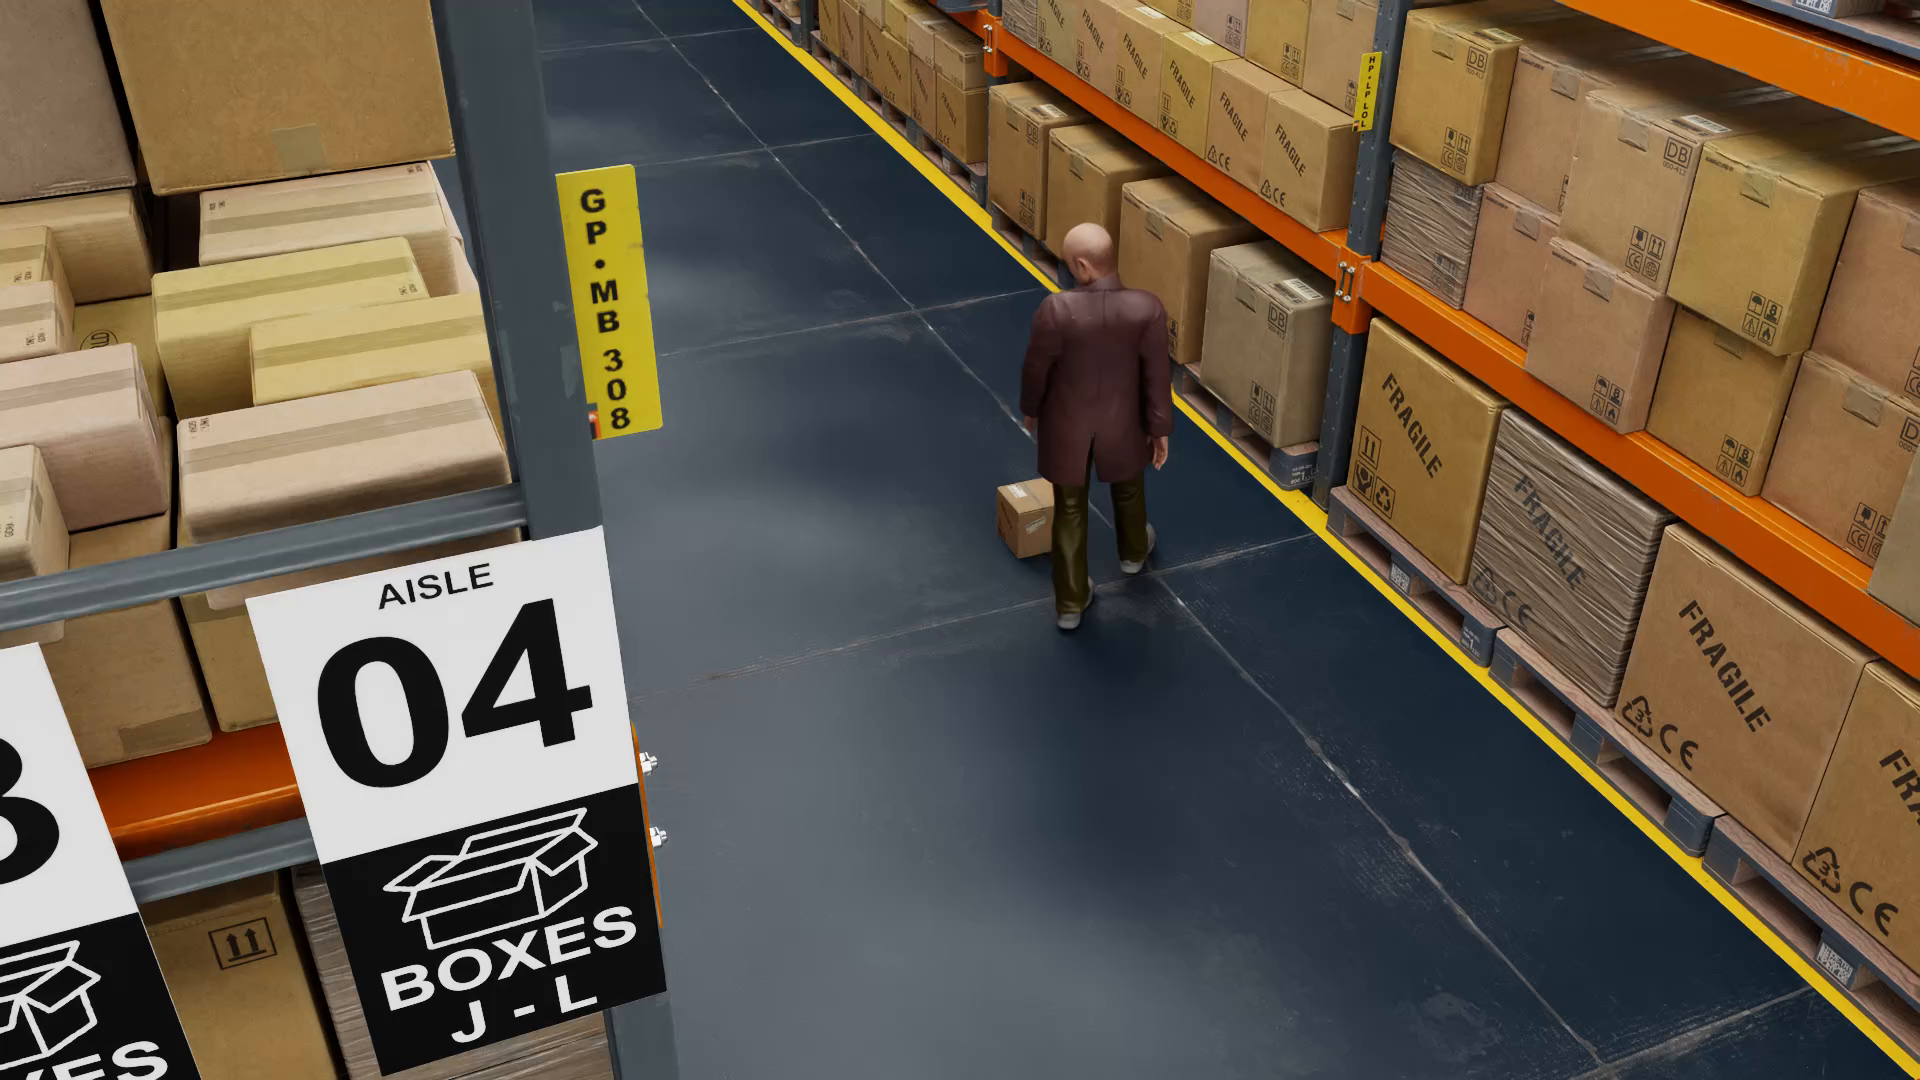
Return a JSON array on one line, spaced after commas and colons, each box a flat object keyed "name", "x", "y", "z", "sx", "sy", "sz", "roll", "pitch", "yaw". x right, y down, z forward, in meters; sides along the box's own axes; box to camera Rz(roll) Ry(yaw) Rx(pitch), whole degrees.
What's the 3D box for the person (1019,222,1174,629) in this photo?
[{"name": "person", "x": 0.576, "y": -0.540, "z": 6.985, "sx": 0.669, "sy": 1.753, "sz": 0.759, "roll": -1, "pitch": 33, "yaw": -1}]
